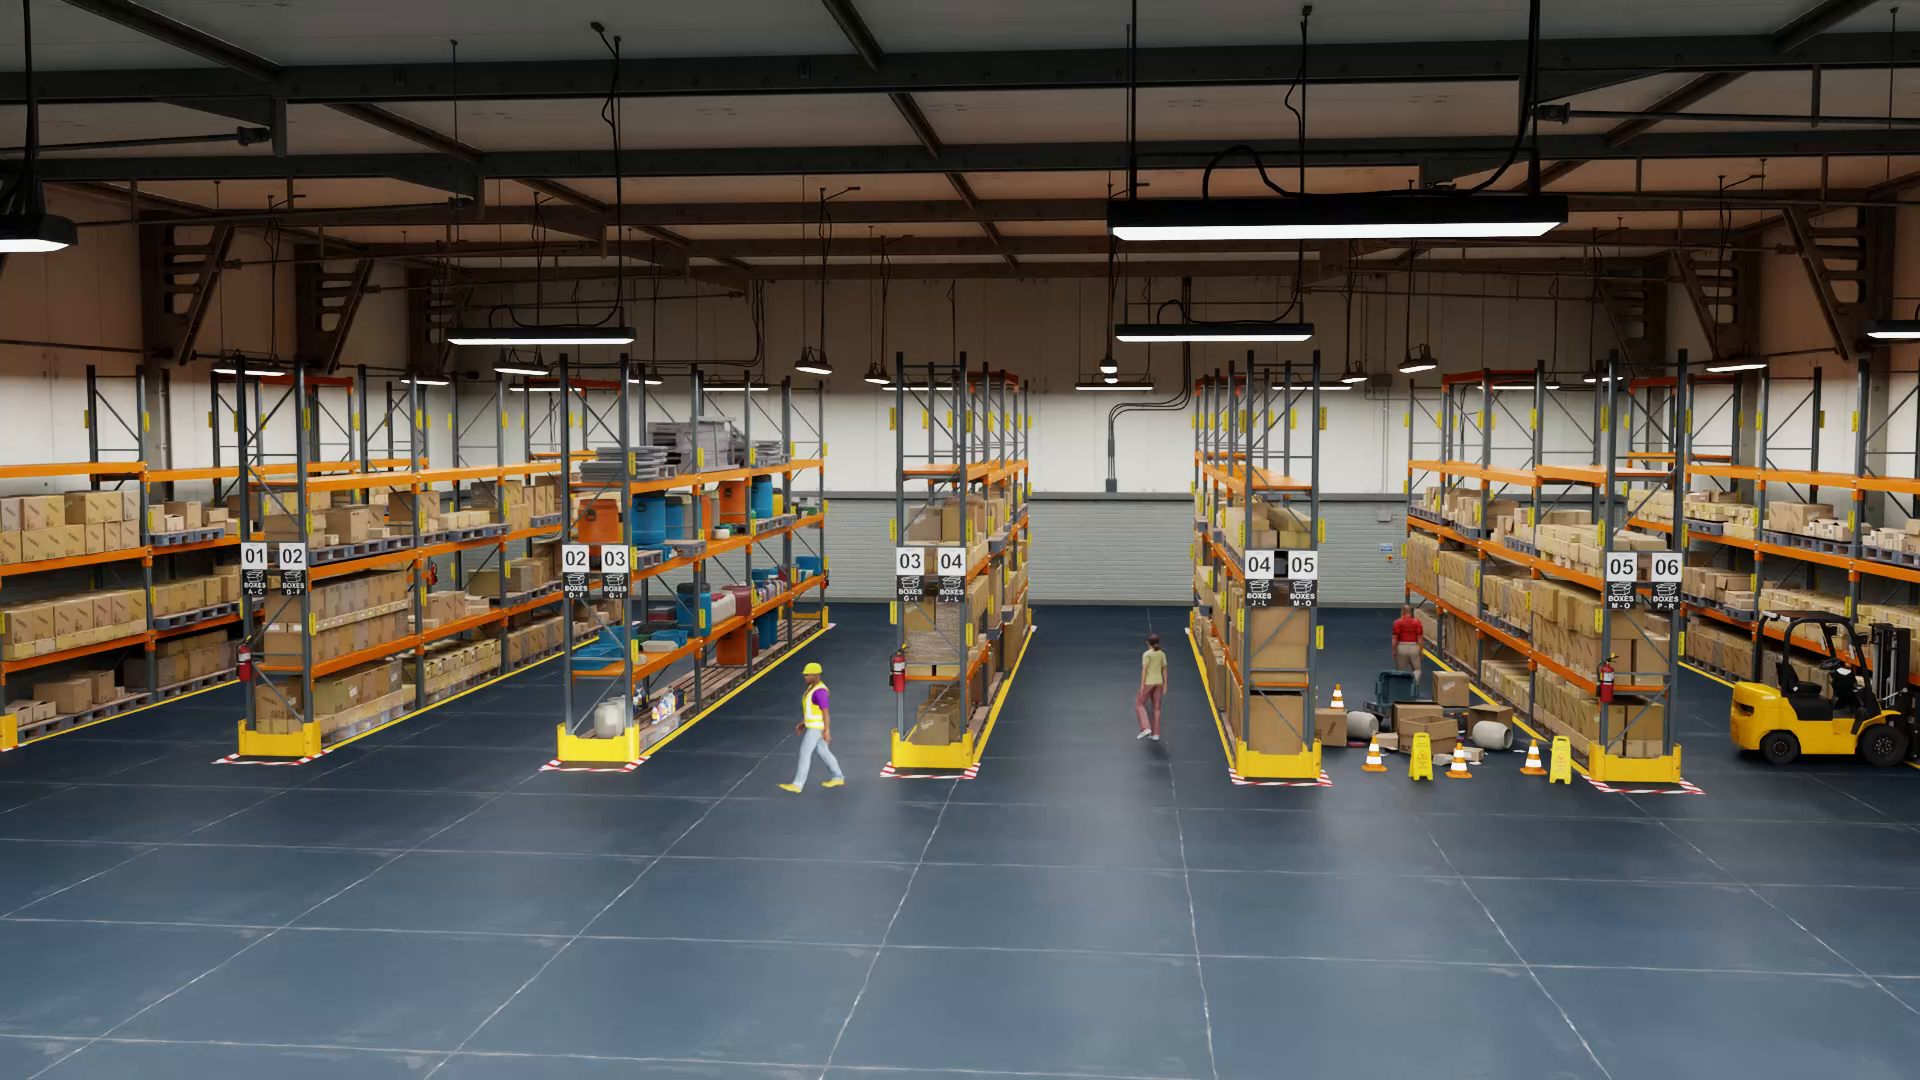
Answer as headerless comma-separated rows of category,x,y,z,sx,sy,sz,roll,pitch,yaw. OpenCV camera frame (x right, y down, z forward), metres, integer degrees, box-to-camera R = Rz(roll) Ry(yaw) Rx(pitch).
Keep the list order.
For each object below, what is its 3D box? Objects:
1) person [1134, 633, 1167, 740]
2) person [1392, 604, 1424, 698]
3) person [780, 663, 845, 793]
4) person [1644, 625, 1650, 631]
person,3.024,2.319,26.220,0.491,1.662,0.399,-2,4,-24
person,8.062,2.020,29.938,0.575,1.723,0.548,0,4,6
person,-2.012,2.533,22.564,0.911,1.741,0.568,-1,4,-11
person,11.690,2.094,28.718,0.651,1.760,0.668,-1,4,-17
